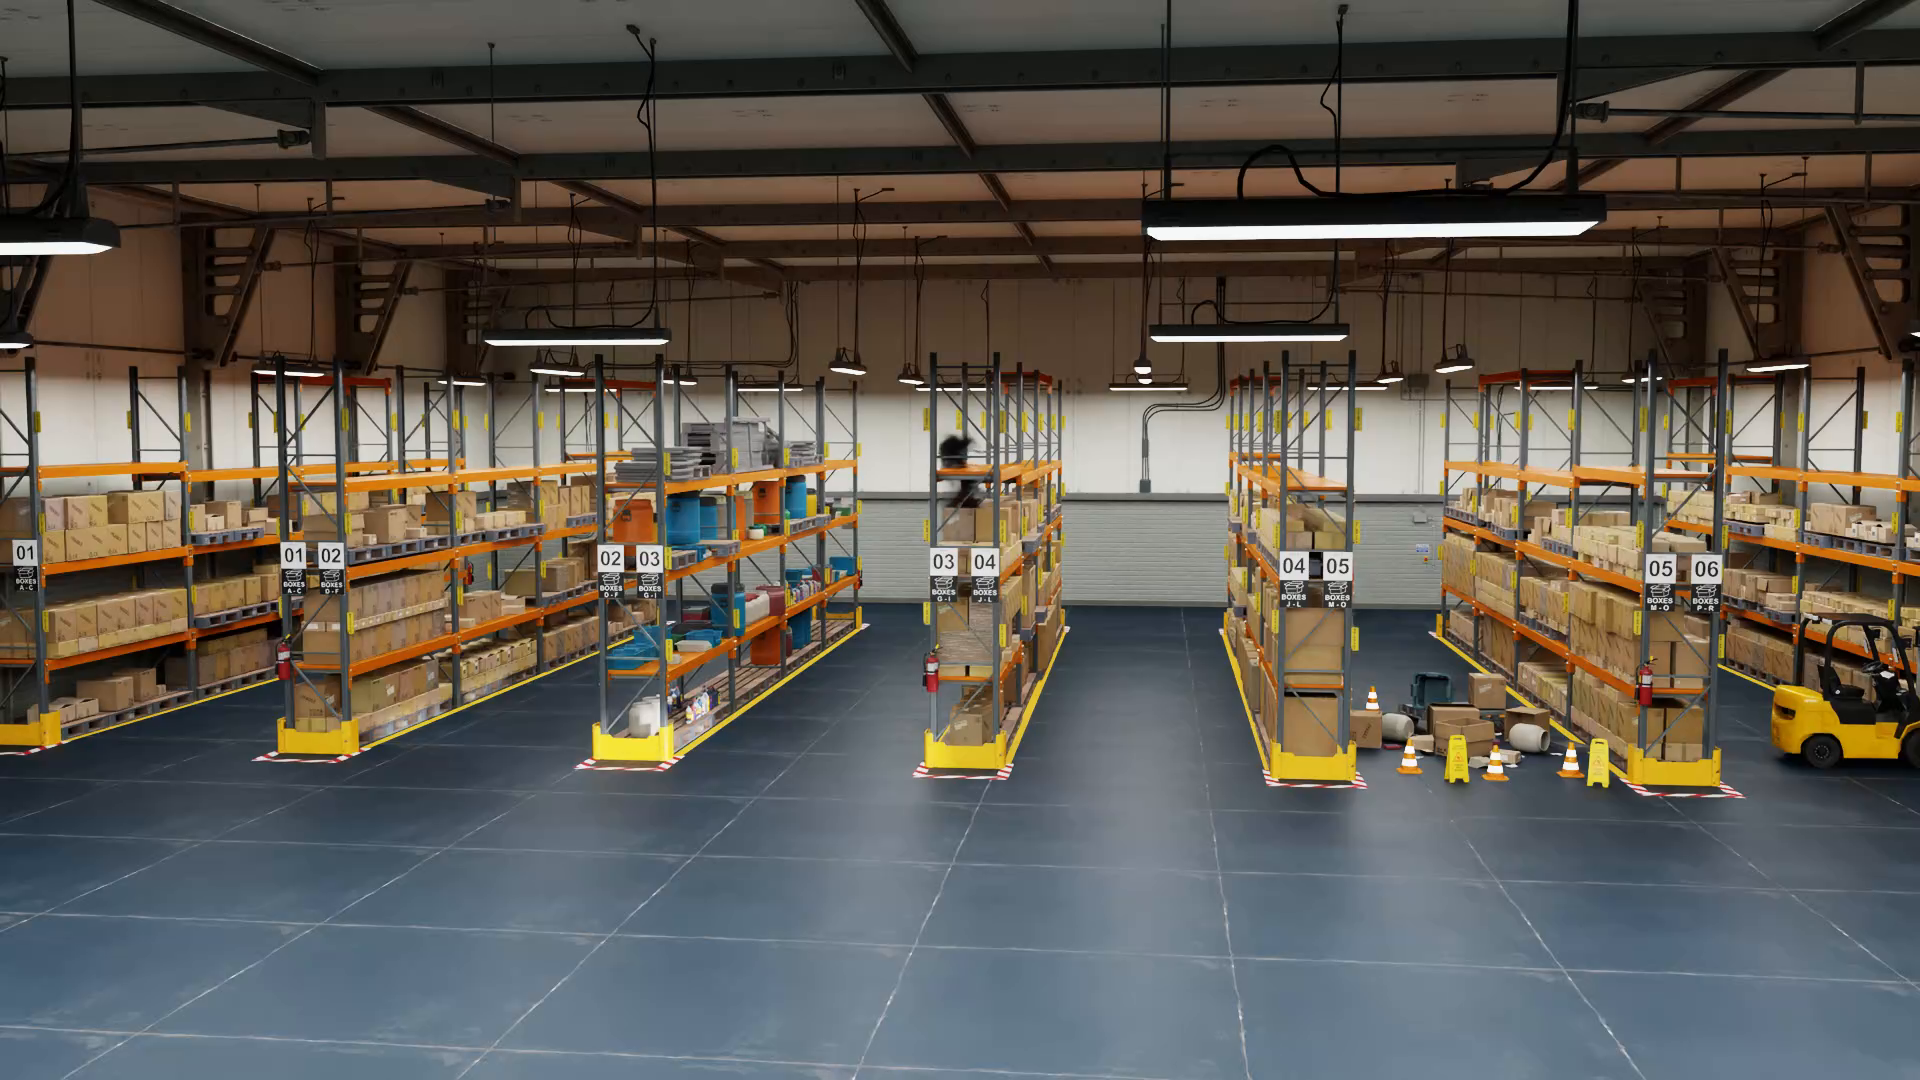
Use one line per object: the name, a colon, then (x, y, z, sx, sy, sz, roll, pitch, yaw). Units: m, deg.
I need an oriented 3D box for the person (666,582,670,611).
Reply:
person: (-7.938, 1.011, 44.087, 0.654, 1.773, 0.738, -2, 5, -28)
